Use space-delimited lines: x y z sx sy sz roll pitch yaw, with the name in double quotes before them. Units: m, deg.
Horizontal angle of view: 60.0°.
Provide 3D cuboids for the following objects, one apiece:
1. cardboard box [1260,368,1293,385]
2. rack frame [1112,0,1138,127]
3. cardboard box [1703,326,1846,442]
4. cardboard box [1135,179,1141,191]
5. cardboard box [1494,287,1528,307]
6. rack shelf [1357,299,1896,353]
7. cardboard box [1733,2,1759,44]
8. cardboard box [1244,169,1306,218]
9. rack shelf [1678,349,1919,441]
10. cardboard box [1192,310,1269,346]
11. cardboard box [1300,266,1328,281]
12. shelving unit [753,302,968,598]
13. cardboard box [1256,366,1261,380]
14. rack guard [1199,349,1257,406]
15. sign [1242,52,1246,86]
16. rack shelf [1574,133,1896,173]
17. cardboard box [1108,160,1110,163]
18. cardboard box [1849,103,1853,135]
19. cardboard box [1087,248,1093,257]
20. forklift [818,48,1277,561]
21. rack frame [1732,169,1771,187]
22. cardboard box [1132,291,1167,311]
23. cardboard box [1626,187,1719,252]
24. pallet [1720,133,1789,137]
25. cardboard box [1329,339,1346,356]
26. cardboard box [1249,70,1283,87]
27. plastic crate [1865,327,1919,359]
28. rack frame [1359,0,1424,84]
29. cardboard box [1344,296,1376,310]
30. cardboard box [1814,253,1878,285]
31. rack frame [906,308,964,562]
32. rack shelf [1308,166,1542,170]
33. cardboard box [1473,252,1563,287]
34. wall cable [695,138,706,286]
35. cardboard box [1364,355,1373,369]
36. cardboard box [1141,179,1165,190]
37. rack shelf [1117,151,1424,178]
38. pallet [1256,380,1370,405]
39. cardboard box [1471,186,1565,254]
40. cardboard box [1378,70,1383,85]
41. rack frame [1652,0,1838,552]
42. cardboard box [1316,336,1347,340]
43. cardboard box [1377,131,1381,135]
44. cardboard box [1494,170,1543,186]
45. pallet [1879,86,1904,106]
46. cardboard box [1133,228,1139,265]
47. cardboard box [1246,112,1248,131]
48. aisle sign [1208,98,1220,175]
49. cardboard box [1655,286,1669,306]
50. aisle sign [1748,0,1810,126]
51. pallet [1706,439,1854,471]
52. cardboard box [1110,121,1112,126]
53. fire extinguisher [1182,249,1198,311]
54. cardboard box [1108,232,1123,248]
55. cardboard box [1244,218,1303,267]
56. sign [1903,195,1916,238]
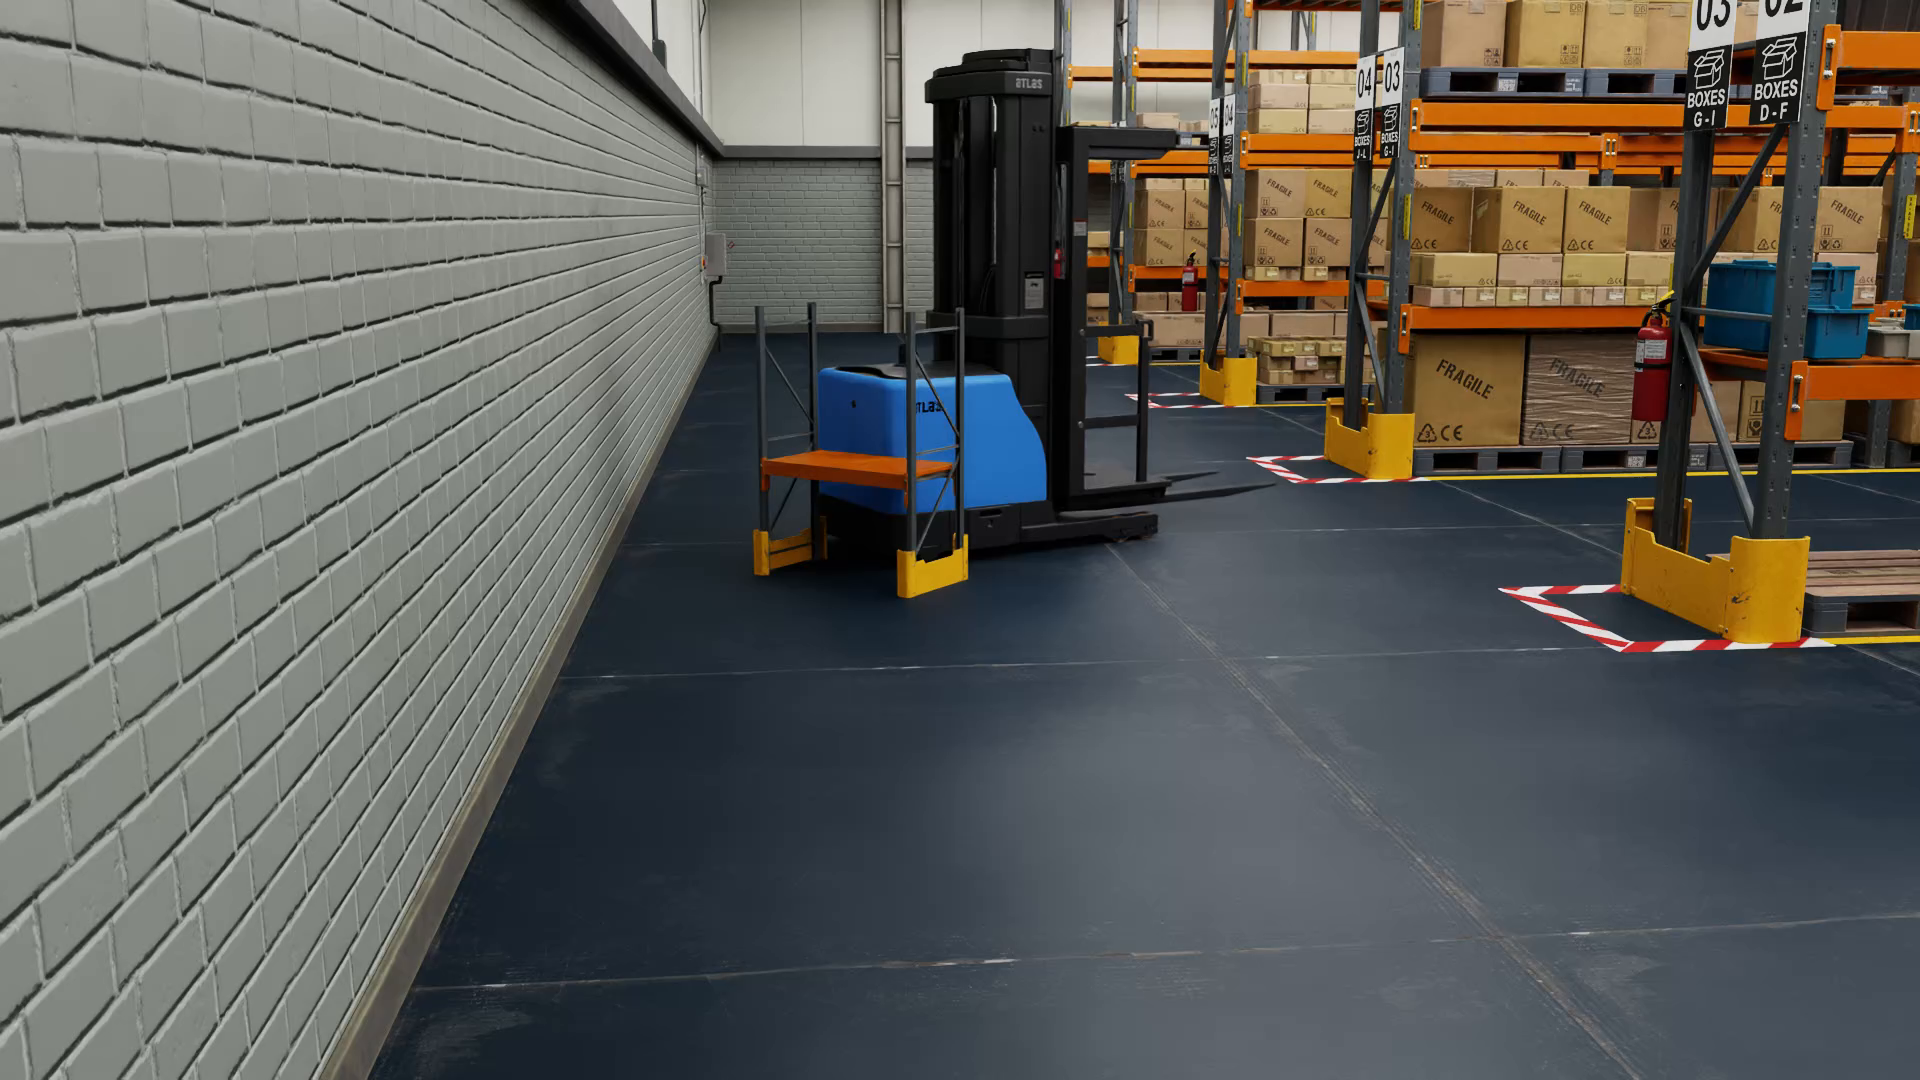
"cardboard box" 3.391 -1.757 17.833 0.250 0.149 0.380 -1 11 -5
"rack frame" 2.201 -6.892 22.095 0.127 3.000 1.000 -1 11 -6
"cardboard box" 6.583 -1.296 13.603 0.875 0.875 0.875 -1 11 -6
"cardboard box" 2.536 -4.852 22.738 0.250 0.149 0.380 -1 11 -5
"cardboard box" 4.169 -1.879 12.803 0.250 0.149 0.380 -1 11 -7
"rack shelf" 5.259 -1.736 13.288 4.000 0.370 1.077 -1 11 -6
"cardboard box" 5.941 -3.869 12.887 0.500 0.500 0.700 -1 11 -3
"cardboard box" 3.311 -3.645 17.510 0.500 0.500 0.500 -1 11 -6
"rack shelf" 5.794 -0.786 8.457 4.000 0.370 1.077 -1 11 -6
"cardboard box" 3.755 -2.950 23.153 0.875 0.438 0.875 -1 11 -5
"cardboard box" 3.715 -2.830 17.638 0.250 0.149 0.380 -2 11 -8
"shelving unit" -0.559 -0.532 9.185 1.083 1.500 0.587 7 13 33
"cardboard box" 3.336 -1.859 18.349 0.250 0.149 0.380 -1 11 -5
"rack guard" 2.911 -1.776 18.105 0.348 0.500 1.175 -1 11 -6
"sign" 2.894 -4.797 16.953 0.005 0.325 0.100 -1 11 -6
"rack shelf" 8.801 -4.245 18.272 4.000 0.370 1.077 -1 11 -6
"cardboard box" 2.518 -6.223 27.121 0.250 0.149 0.380 -1 11 -6
"cardboard box" 9.255 -4.605 17.981 0.500 0.500 0.500 -1 11 -6
"cardboard box" 2.017 -4.731 27.307 0.250 0.149 0.380 -1 11 -7
"forklift" 0.649 -1.503 10.414 3.031 2.935 1.130 -6 13 -30
"rack frame" 13.591 -5.150 28.787 0.127 3.000 1.000 -1 11 -6
"cardboard box" 3.133 -3.884 27.741 0.500 0.500 0.700 -1 11 -4
"cardboard box" 5.737 -2.590 13.438 0.500 0.500 0.500 -2 11 -8
"pallet" 8.468 -4.478 18.083 1.003 0.211 1.213 -1 11 -6
"cardboard box" 4.156 -2.076 17.912 0.250 0.149 0.380 -2 11 -9
"cardboard box" 3.182 -4.803 17.306 0.250 0.149 0.380 -1 11 -7
"plastic crate" 4.415 -0.930 7.853 0.298 0.136 0.250 -1 11 -6
"rack frame" 3.271 -4.991 12.428 0.127 3.000 1.000 -1 11 -6
"cardboard box" 6.671 -3.943 28.038 0.500 0.500 0.500 -1 11 -7
"cardboard box" 6.837 -2.144 13.114 0.500 0.250 0.500 -1 11 -7
"rack frame" -0.128 -0.476 8.903 0.032 1.500 0.500 7 13 33
"rack shelf" 7.626 -6.144 27.931 4.000 0.370 1.077 -1 11 -6
"cardboard box" 4.293 -2.090 12.841 0.500 0.250 0.500 -1 11 -7
"wall cable" -3.403 -4.340 21.952 0.123 1.953 0.585 -1 11 -6
"cardboard box" 4.417 -1.941 17.995 0.250 0.149 0.380 -2 11 -9
"cardboard box" 2.583 -4.760 22.273 0.250 0.149 0.380 -1 11 -5
"rack shelf" 4.189 -5.108 22.666 4.000 0.370 1.077 -1 11 -6
"pallet" 3.723 -1.644 18.184 1.213 0.211 1.003 -1 11 -6
"cardboard box" 4.274 -2.456 12.761 0.500 0.500 0.500 -1 11 -7
"cardboard box" 4.474 -4.814 17.364 0.250 0.149 0.380 -1 11 -4
"rack frame" 3.806 -1.098 8.175 0.127 3.000 1.000 -1 11 -6
"cardboard box" 4.099 -2.177 18.424 0.250 0.149 0.380 -2 11 -8
"cardboard box" 4.344 -4.383 17.498 0.500 0.250 0.500 -2 11 -8
"cardboard box" 5.861 -3.696 17.771 0.500 0.500 0.500 -2 11 -8
"pallet" 8.154 -3.537 13.305 1.217 0.209 0.805 -2 11 -8
"cardboard box" 2.652 -4.058 22.973 0.500 0.500 0.500 -1 11 -6
"cardboard box" 3.259 -4.459 17.887 0.500 0.250 0.500 -1 11 -7
"aisle sign" 2.731 -4.332 17.890 0.004 0.787 0.394 -1 11 -6
"cardboard box" 5.449 -1.906 12.940 0.250 0.149 0.380 -1 11 -5
"aisle sign" 3.766 -2.315 7.627 0.004 0.787 0.394 -1 11 -6
"pallet" 6.483 -0.762 13.695 1.213 0.211 1.003 -1 11 -6
"cardboard box" 2.637 -6.657 27.001 0.500 0.250 0.500 -1 11 -6
"fire extinguisher" 2.535 -2.863 18.323 0.183 0.674 0.296 -1 11 -6
"cardboard box" 2.642 -4.940 27.340 0.500 0.250 0.500 -1 11 -5
"cardboard box" 3.312 -3.152 17.596 0.500 0.500 0.500 -1 11 -3
"sign" 7.309 -2.488 12.798 0.005 0.325 0.100 -1 11 -6
